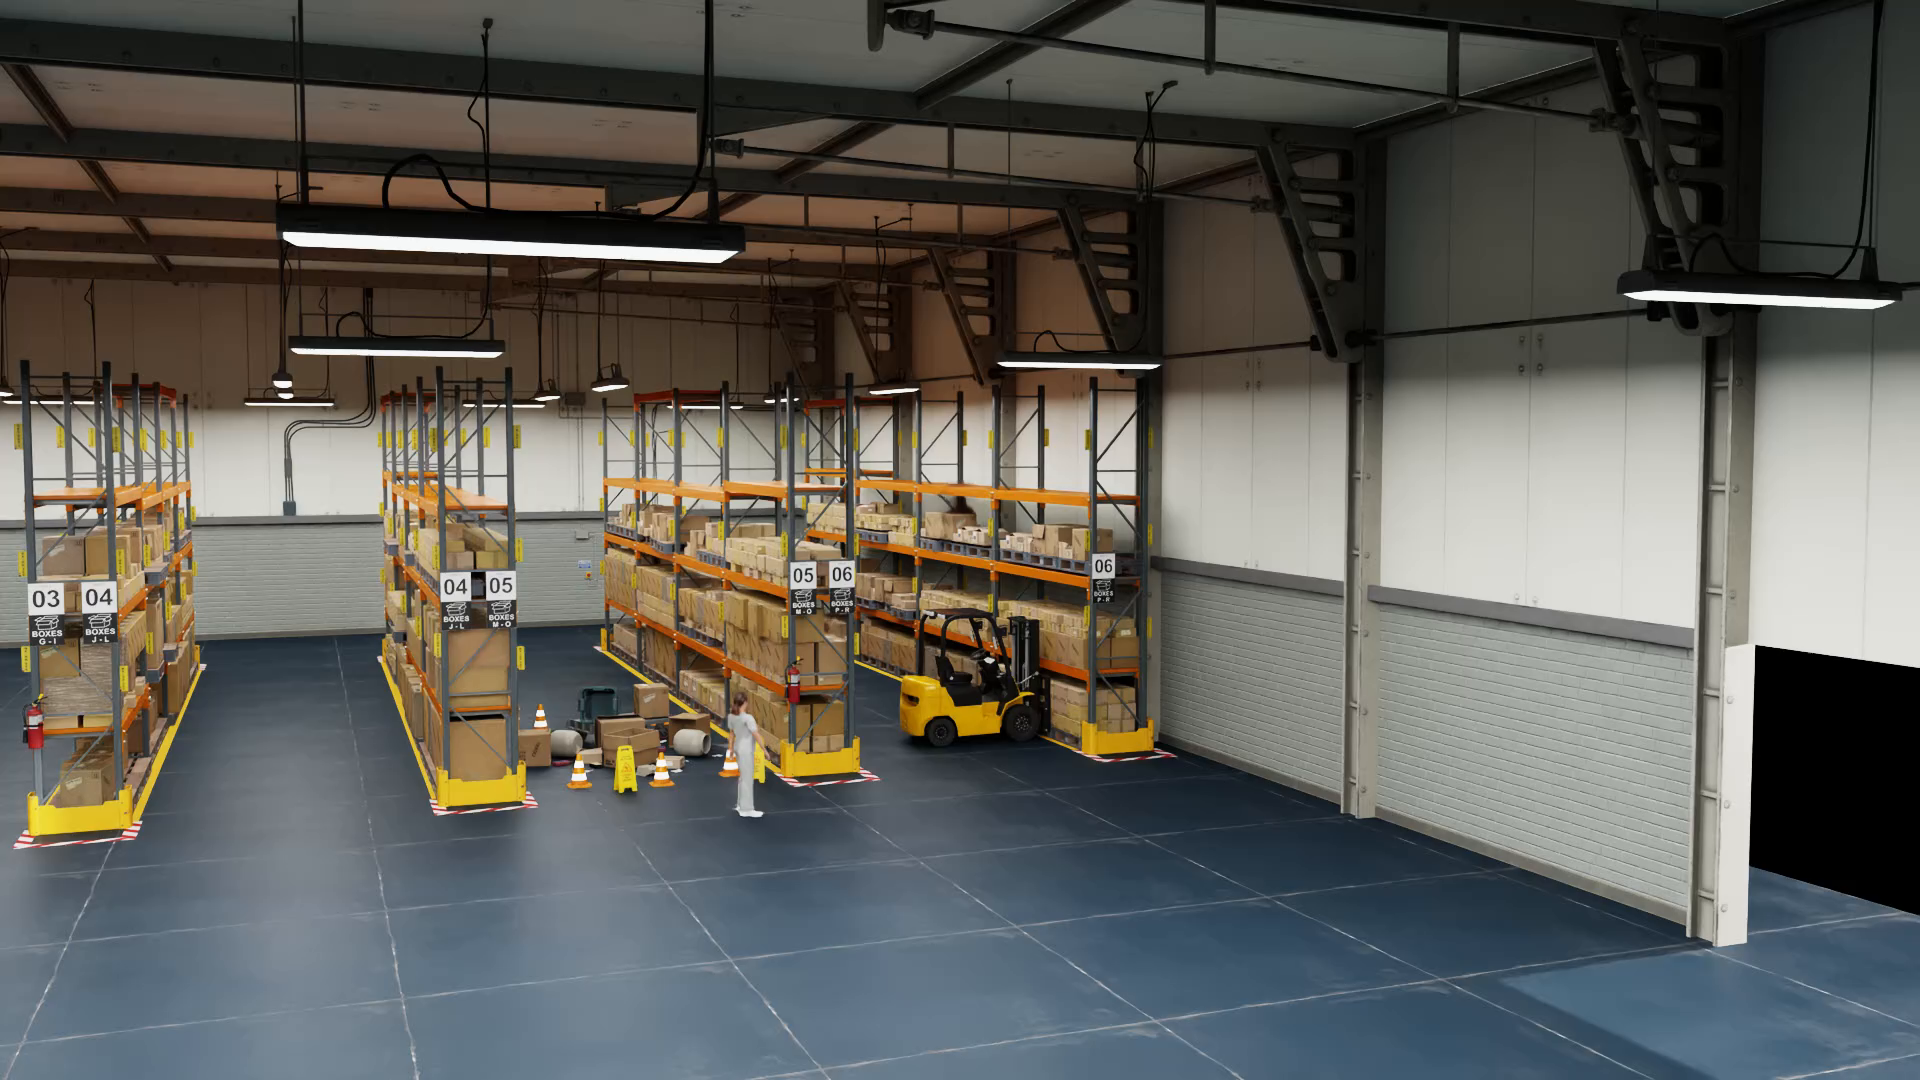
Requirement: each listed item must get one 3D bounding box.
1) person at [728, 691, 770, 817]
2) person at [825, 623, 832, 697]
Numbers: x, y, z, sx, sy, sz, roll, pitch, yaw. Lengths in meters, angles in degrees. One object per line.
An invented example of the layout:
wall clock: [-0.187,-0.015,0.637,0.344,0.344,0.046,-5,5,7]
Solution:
person: [-2.819,2.854,22.079,0.514,1.716,0.479,-2,4,-26]
person: [-2.425,2.273,29.976,0.402,1.589,0.640,-1,4,-17]
